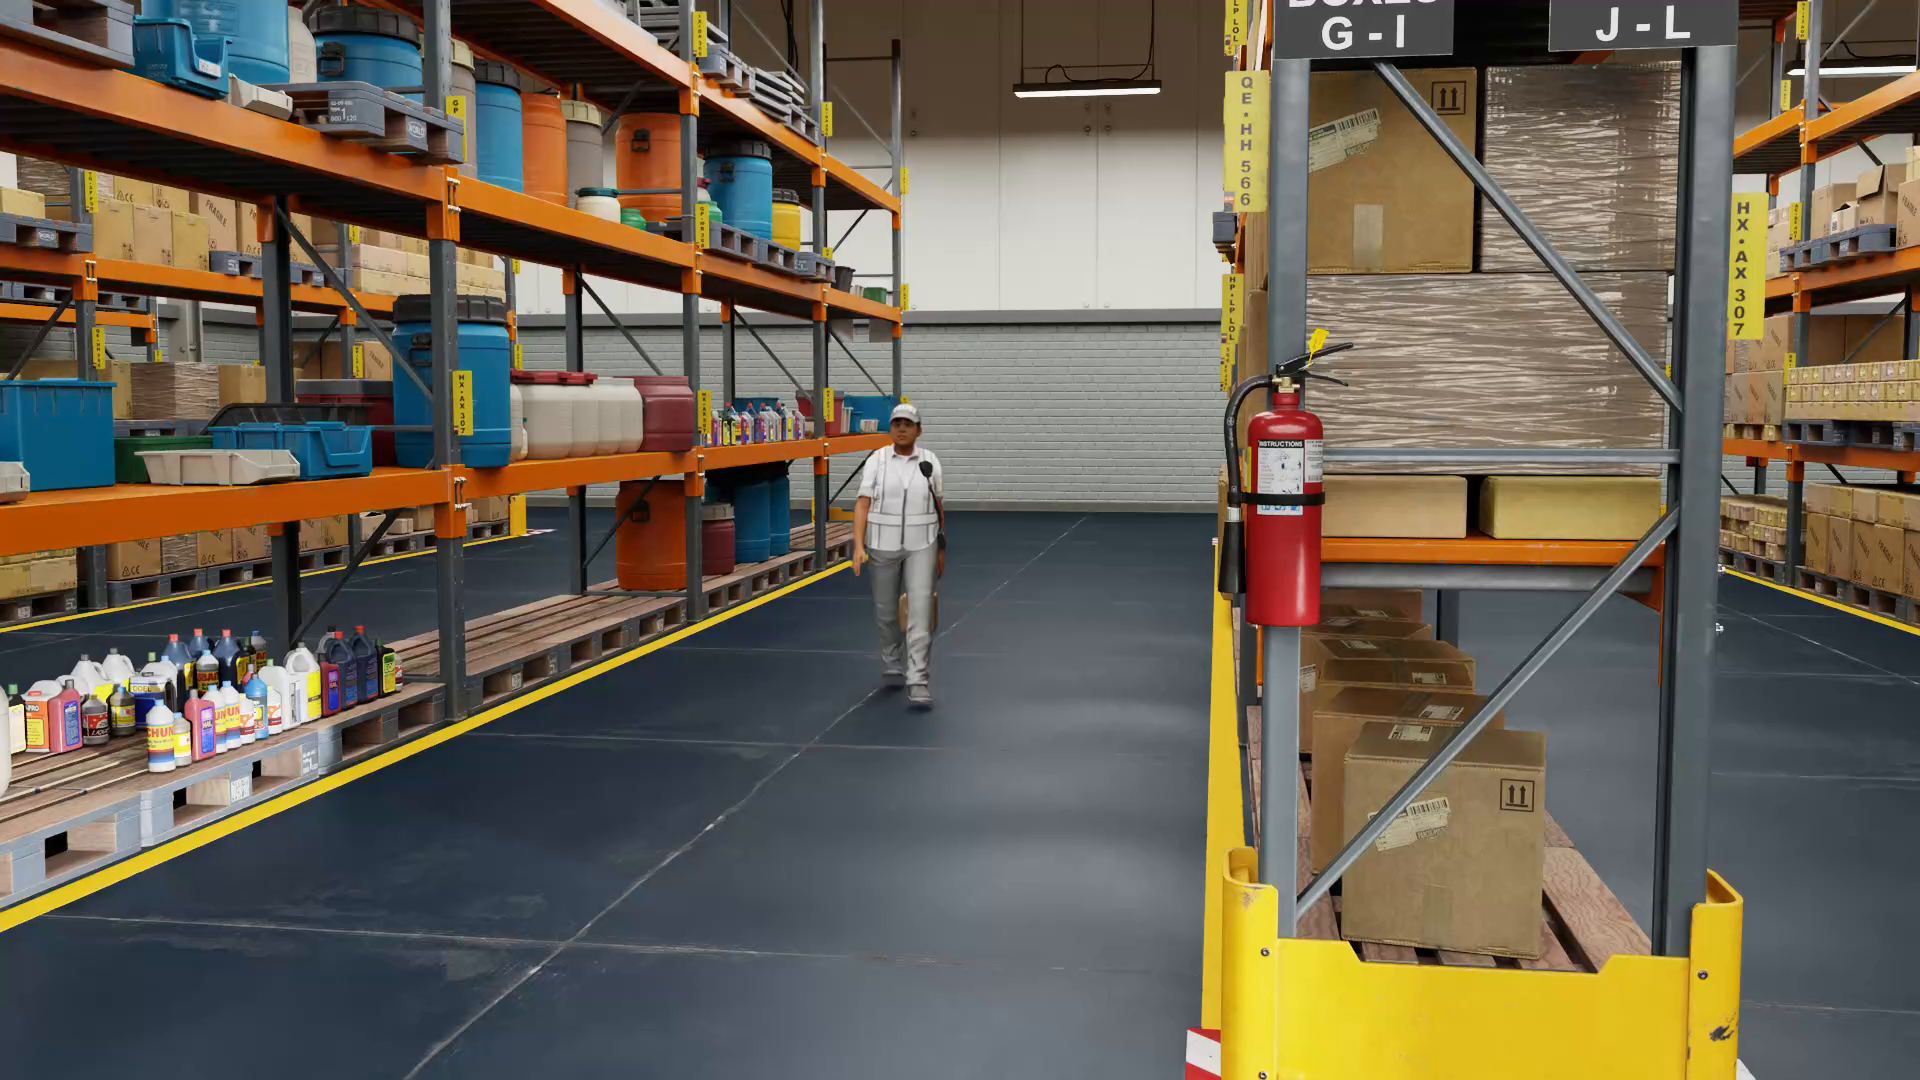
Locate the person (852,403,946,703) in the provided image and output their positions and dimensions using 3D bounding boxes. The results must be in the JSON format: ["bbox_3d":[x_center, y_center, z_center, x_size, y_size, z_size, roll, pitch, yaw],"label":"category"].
[{"bbox_3d":[-0.336,0.050,9.248,0.511,1.614,0.992,0,5,0],"label":"person"}]
